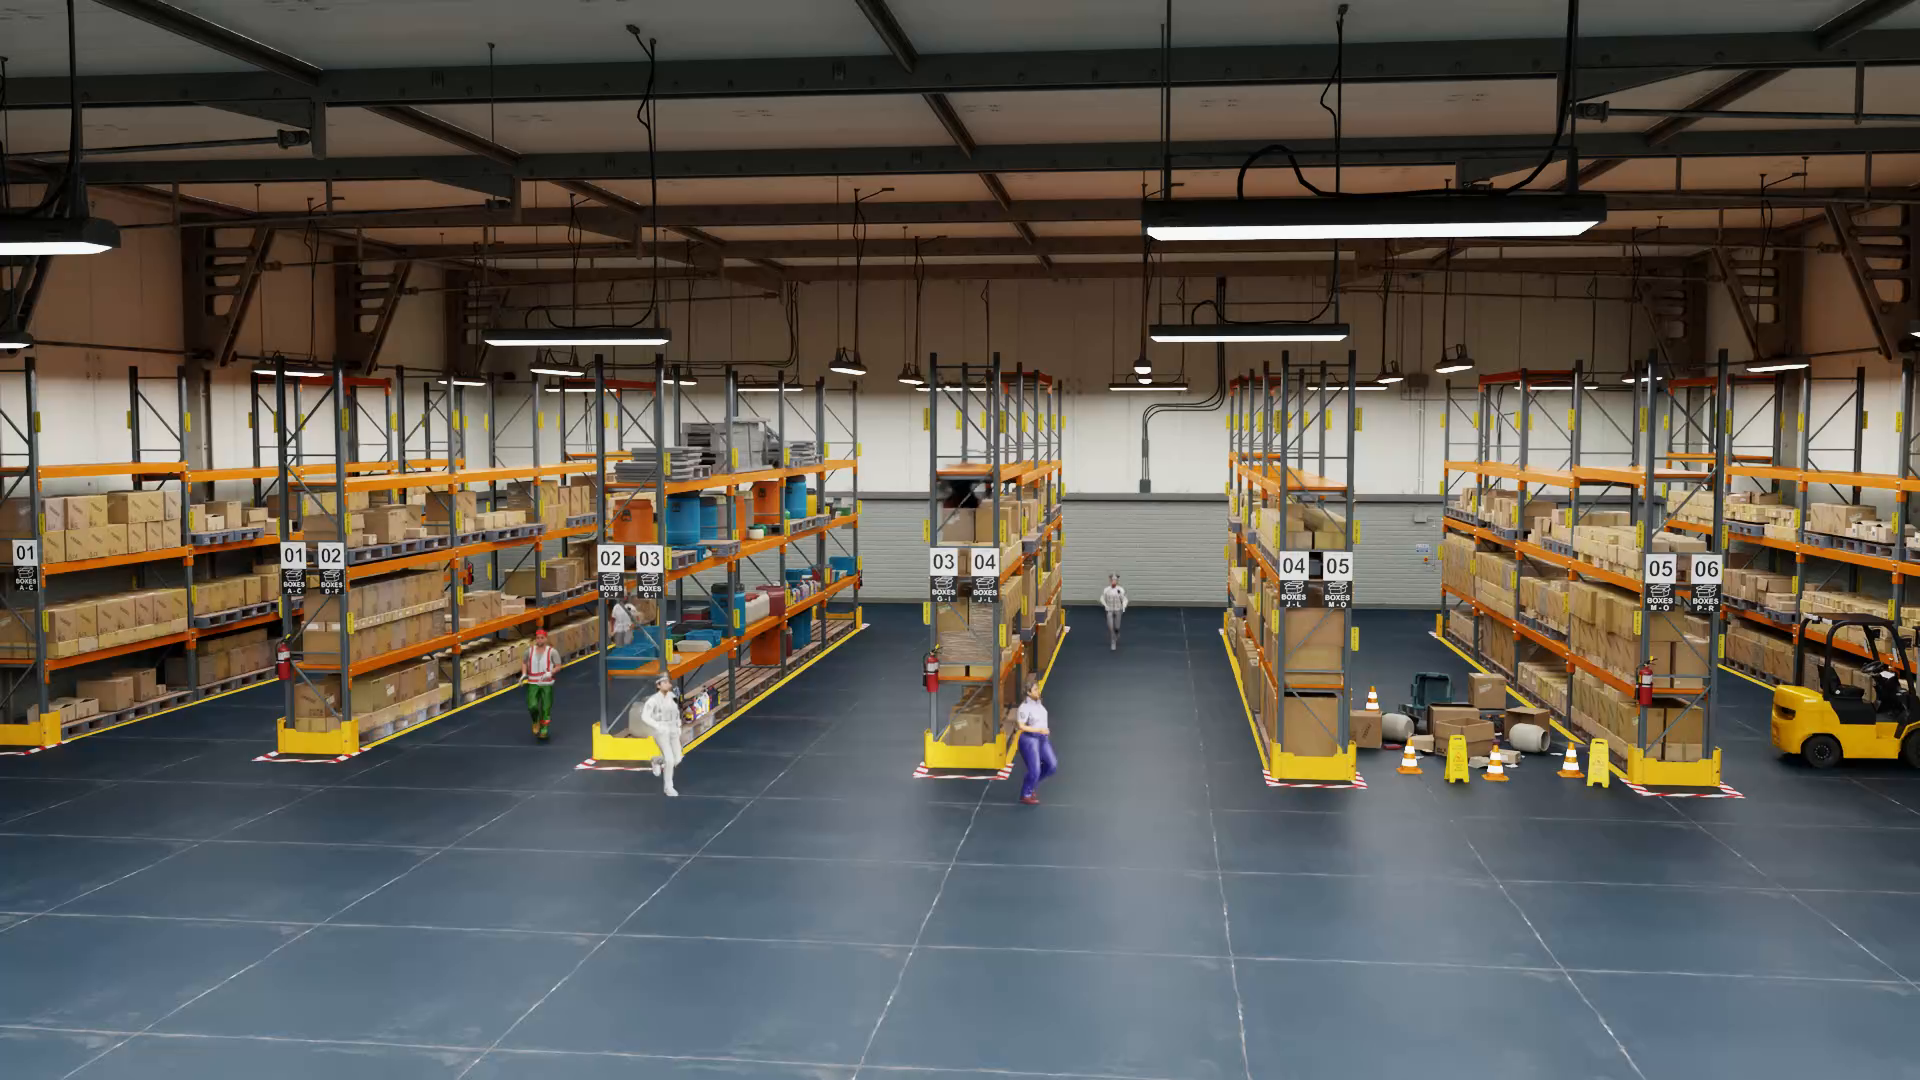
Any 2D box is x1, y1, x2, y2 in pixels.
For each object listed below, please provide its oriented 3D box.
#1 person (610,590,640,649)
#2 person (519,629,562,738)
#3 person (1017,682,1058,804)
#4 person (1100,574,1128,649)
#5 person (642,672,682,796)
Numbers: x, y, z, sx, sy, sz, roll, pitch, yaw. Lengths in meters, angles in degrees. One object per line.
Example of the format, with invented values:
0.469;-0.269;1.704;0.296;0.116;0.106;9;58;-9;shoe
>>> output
-6.733;1.826;33.402;0.582;1.665;0.578;0;4;-2;person
-6.598;2.273;26.123;0.651;1.738;0.571;0;4;-6;person
1.024;2.659;21.777;0.546;1.596;0.593;3;5;37;person
3.413;1.574;36.958;0.617;1.664;0.598;0;4;6;person
-4.023;2.602;22.461;0.610;1.660;0.649;3;5;37;person
